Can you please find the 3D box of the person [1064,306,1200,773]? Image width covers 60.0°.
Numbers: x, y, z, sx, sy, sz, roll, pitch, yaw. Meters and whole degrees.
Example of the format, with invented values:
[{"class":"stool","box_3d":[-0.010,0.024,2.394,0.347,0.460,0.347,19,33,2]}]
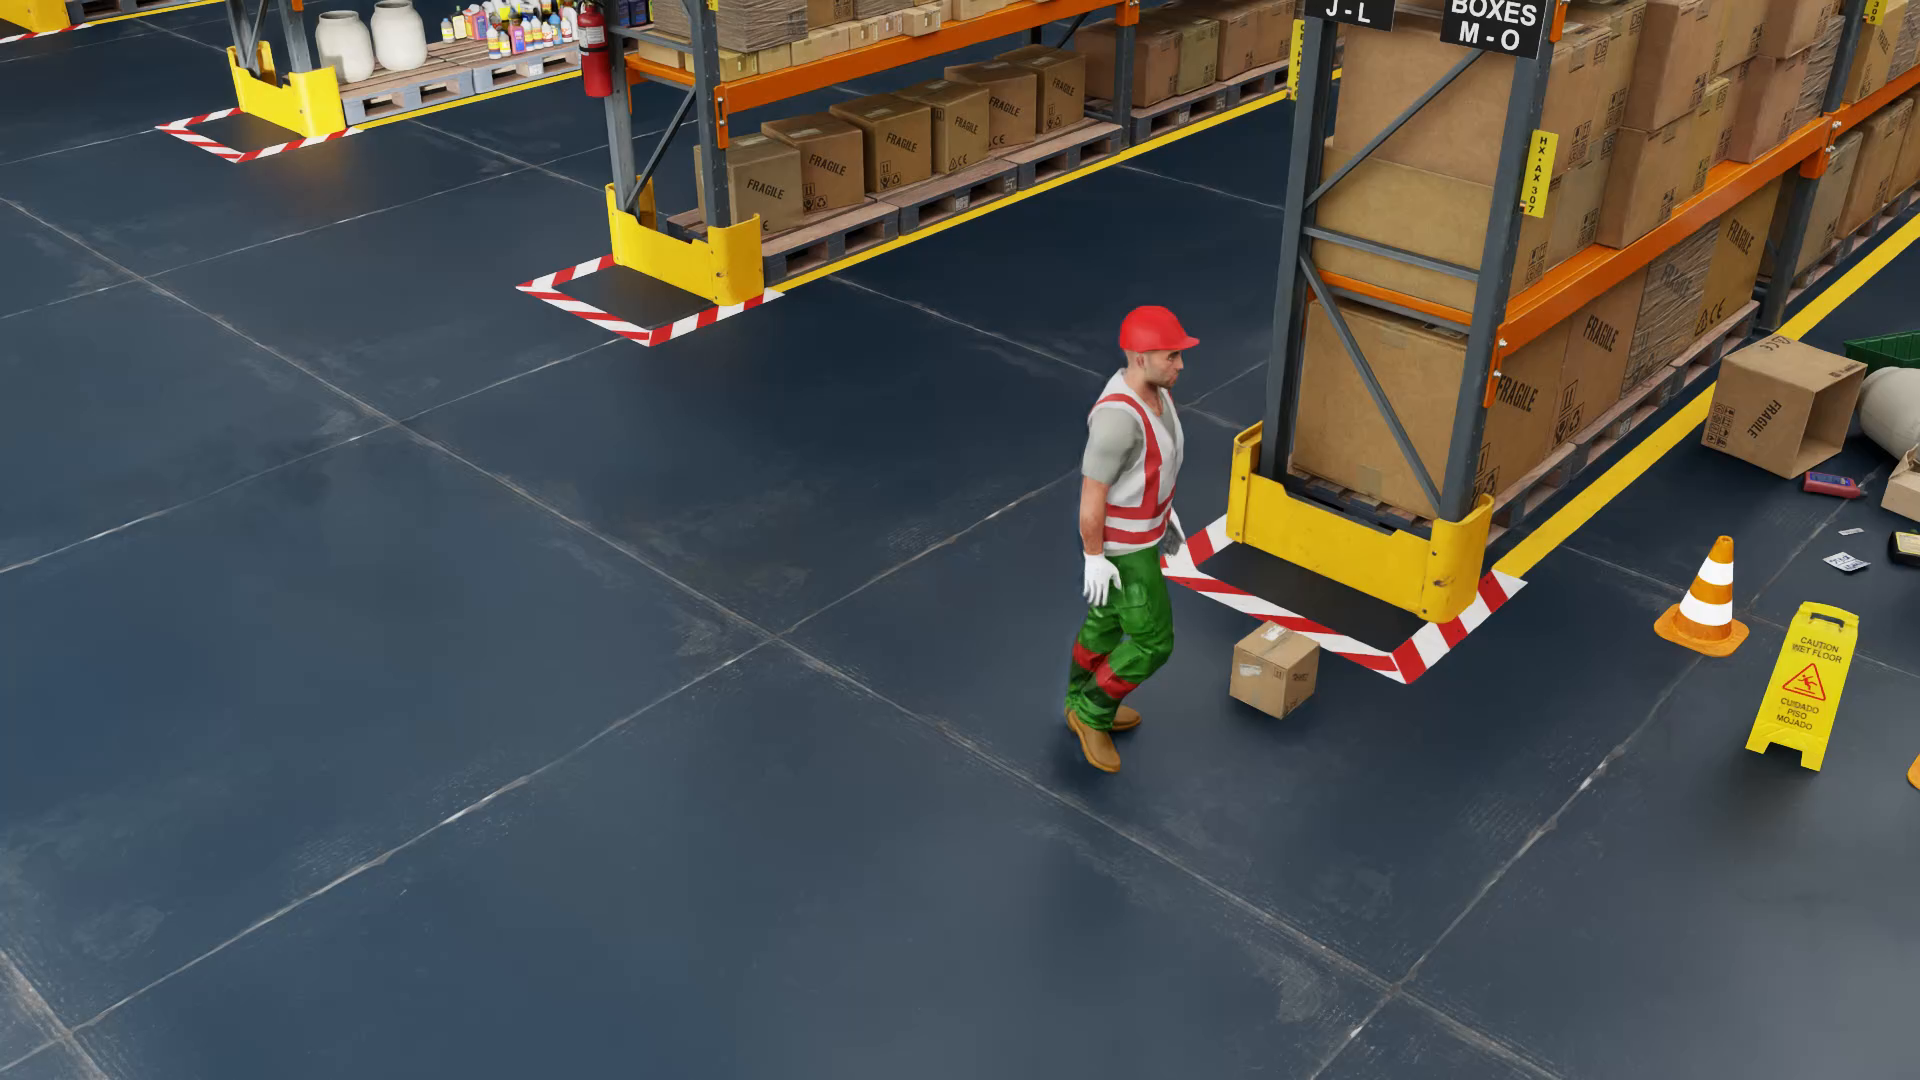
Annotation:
[{"class":"person","box_3d":[0.617,-0.013,6.089,0.444,1.775,0.581,10,32,15]}]
